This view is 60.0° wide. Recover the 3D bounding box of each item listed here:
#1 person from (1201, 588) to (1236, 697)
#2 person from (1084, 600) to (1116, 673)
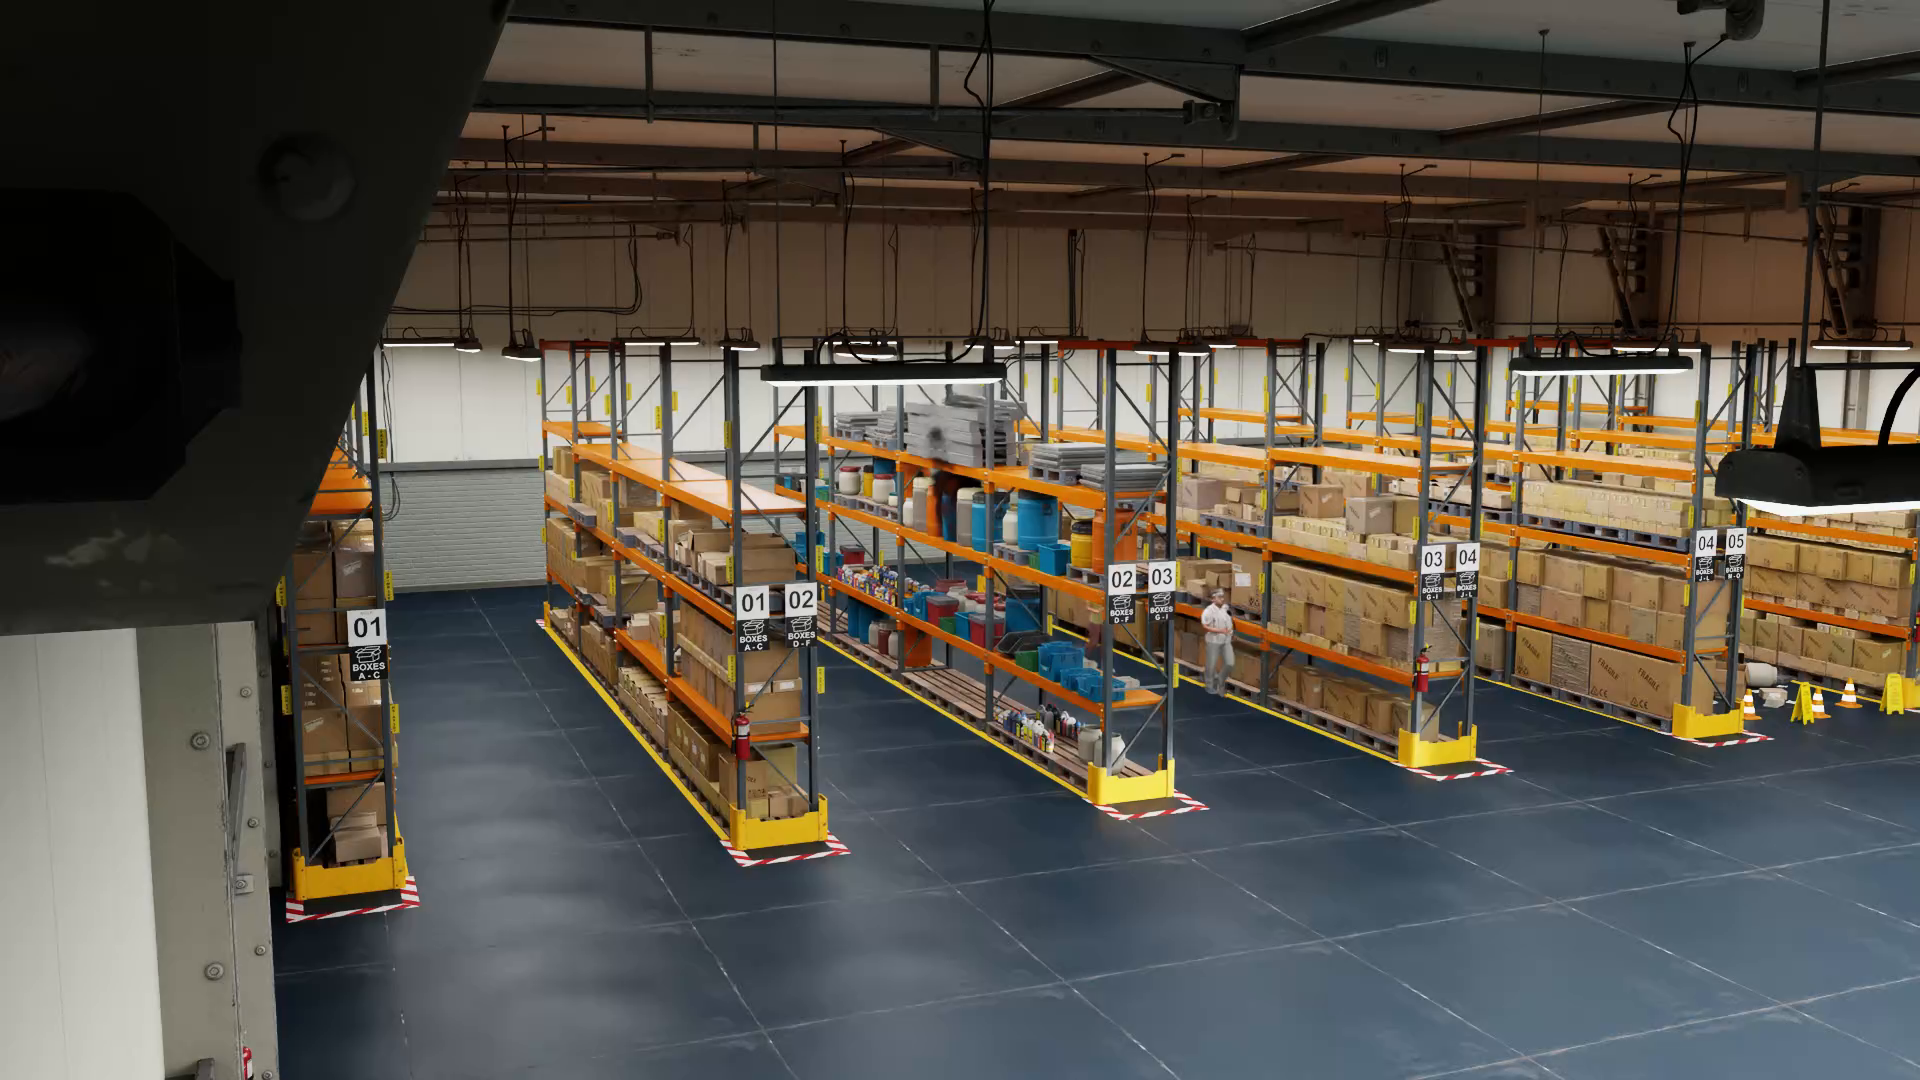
[{"bbox_3d":[4.237,1.677,27.025,0.646,1.814,0.645,-3,8,-23],"label":"person"},{"bbox_3d":[2.409,1.445,29.017,0.562,1.671,0.855,-6,9,-38],"label":"person"}]
